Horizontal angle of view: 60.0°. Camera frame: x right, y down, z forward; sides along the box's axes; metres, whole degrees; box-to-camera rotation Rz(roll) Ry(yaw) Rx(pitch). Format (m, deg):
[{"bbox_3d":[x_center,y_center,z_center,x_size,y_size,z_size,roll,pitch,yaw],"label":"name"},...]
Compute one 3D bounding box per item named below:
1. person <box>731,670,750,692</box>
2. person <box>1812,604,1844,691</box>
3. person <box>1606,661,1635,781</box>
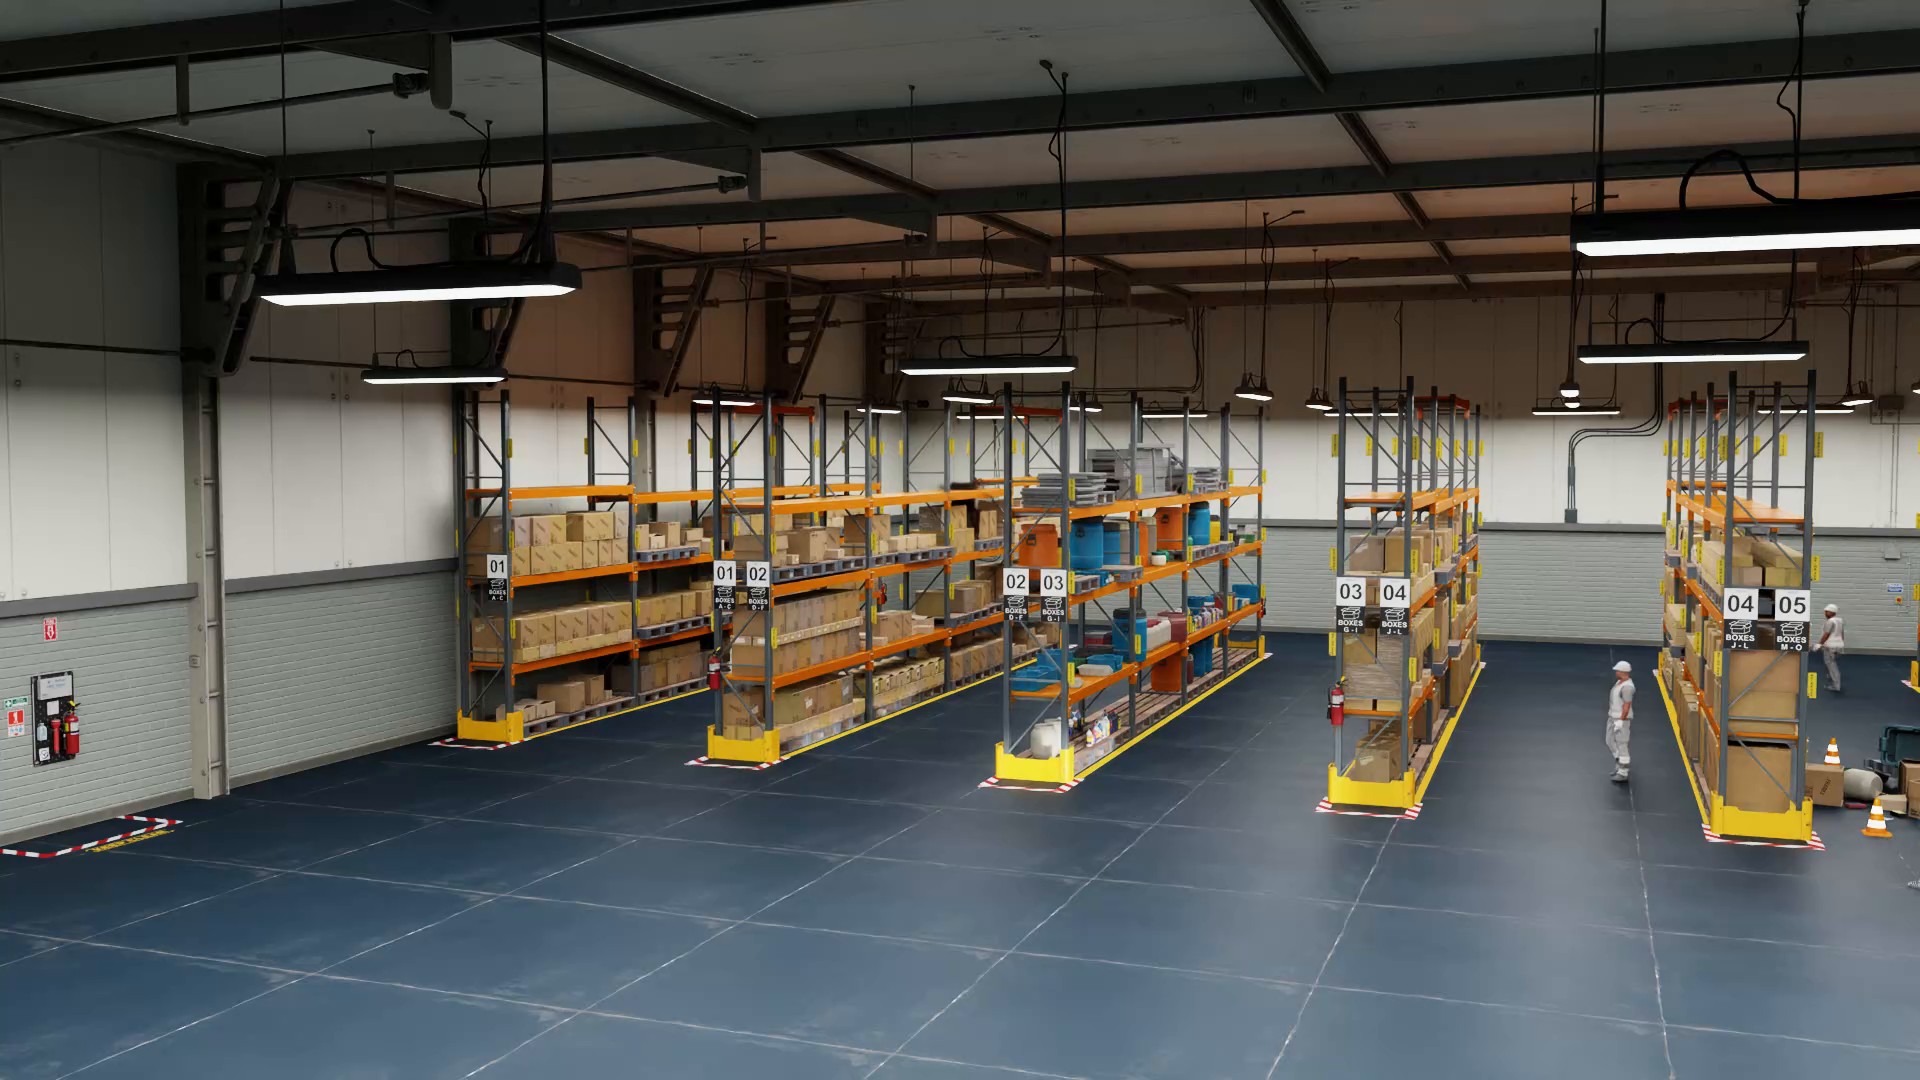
[{"bbox_3d":[-3.965,2.494,30.328,0.407,1.696,0.509,1,3,23],"label":"person"},{"bbox_3d":[17.985,2.227,34.342,0.675,1.807,0.564,-1,3,-13],"label":"person"},{"bbox_3d":[9.972,2.729,25.150,0.409,1.814,0.636,0,3,0],"label":"person"}]
